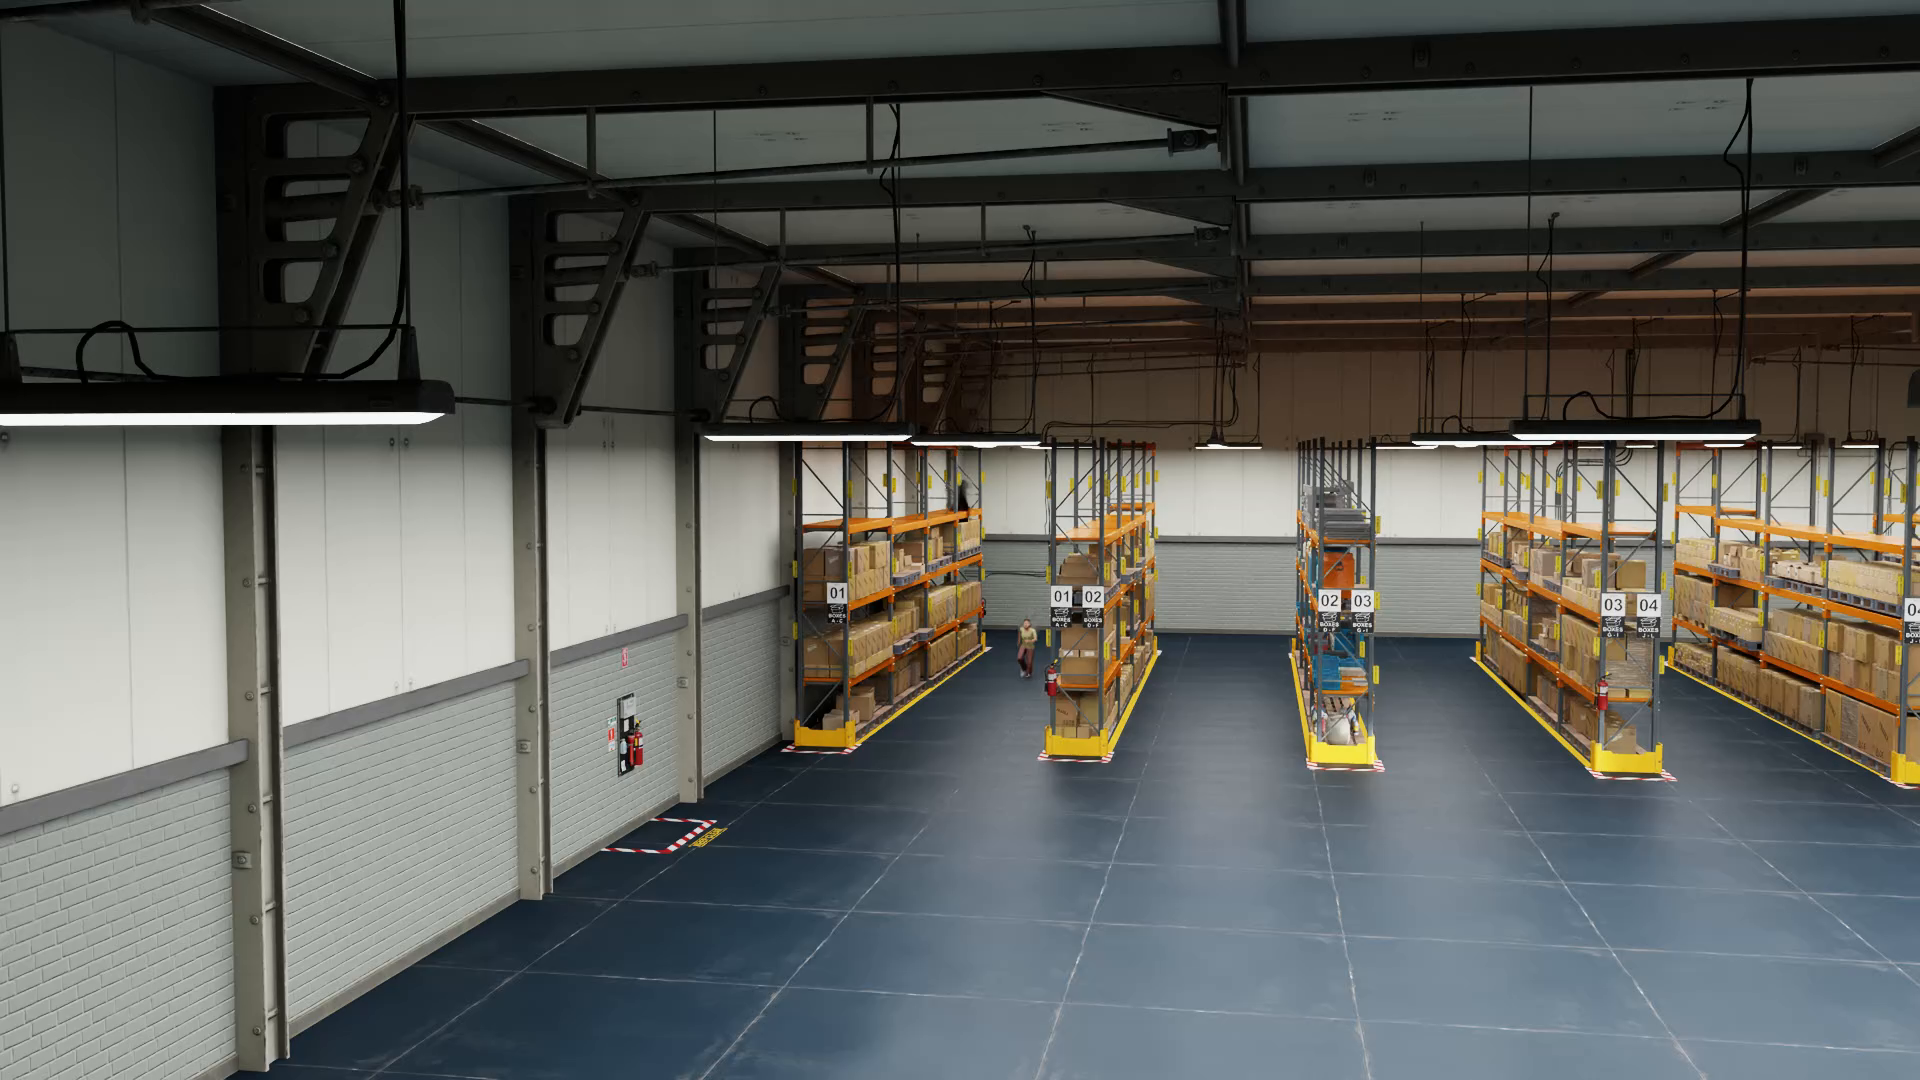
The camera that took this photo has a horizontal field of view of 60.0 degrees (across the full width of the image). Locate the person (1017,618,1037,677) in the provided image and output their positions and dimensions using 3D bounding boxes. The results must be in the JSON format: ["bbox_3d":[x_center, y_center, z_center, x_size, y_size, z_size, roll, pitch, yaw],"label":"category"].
[{"bbox_3d":[1.691,2.721,41.927,0.591,1.536,0.903,1,3,14],"label":"person"}]
